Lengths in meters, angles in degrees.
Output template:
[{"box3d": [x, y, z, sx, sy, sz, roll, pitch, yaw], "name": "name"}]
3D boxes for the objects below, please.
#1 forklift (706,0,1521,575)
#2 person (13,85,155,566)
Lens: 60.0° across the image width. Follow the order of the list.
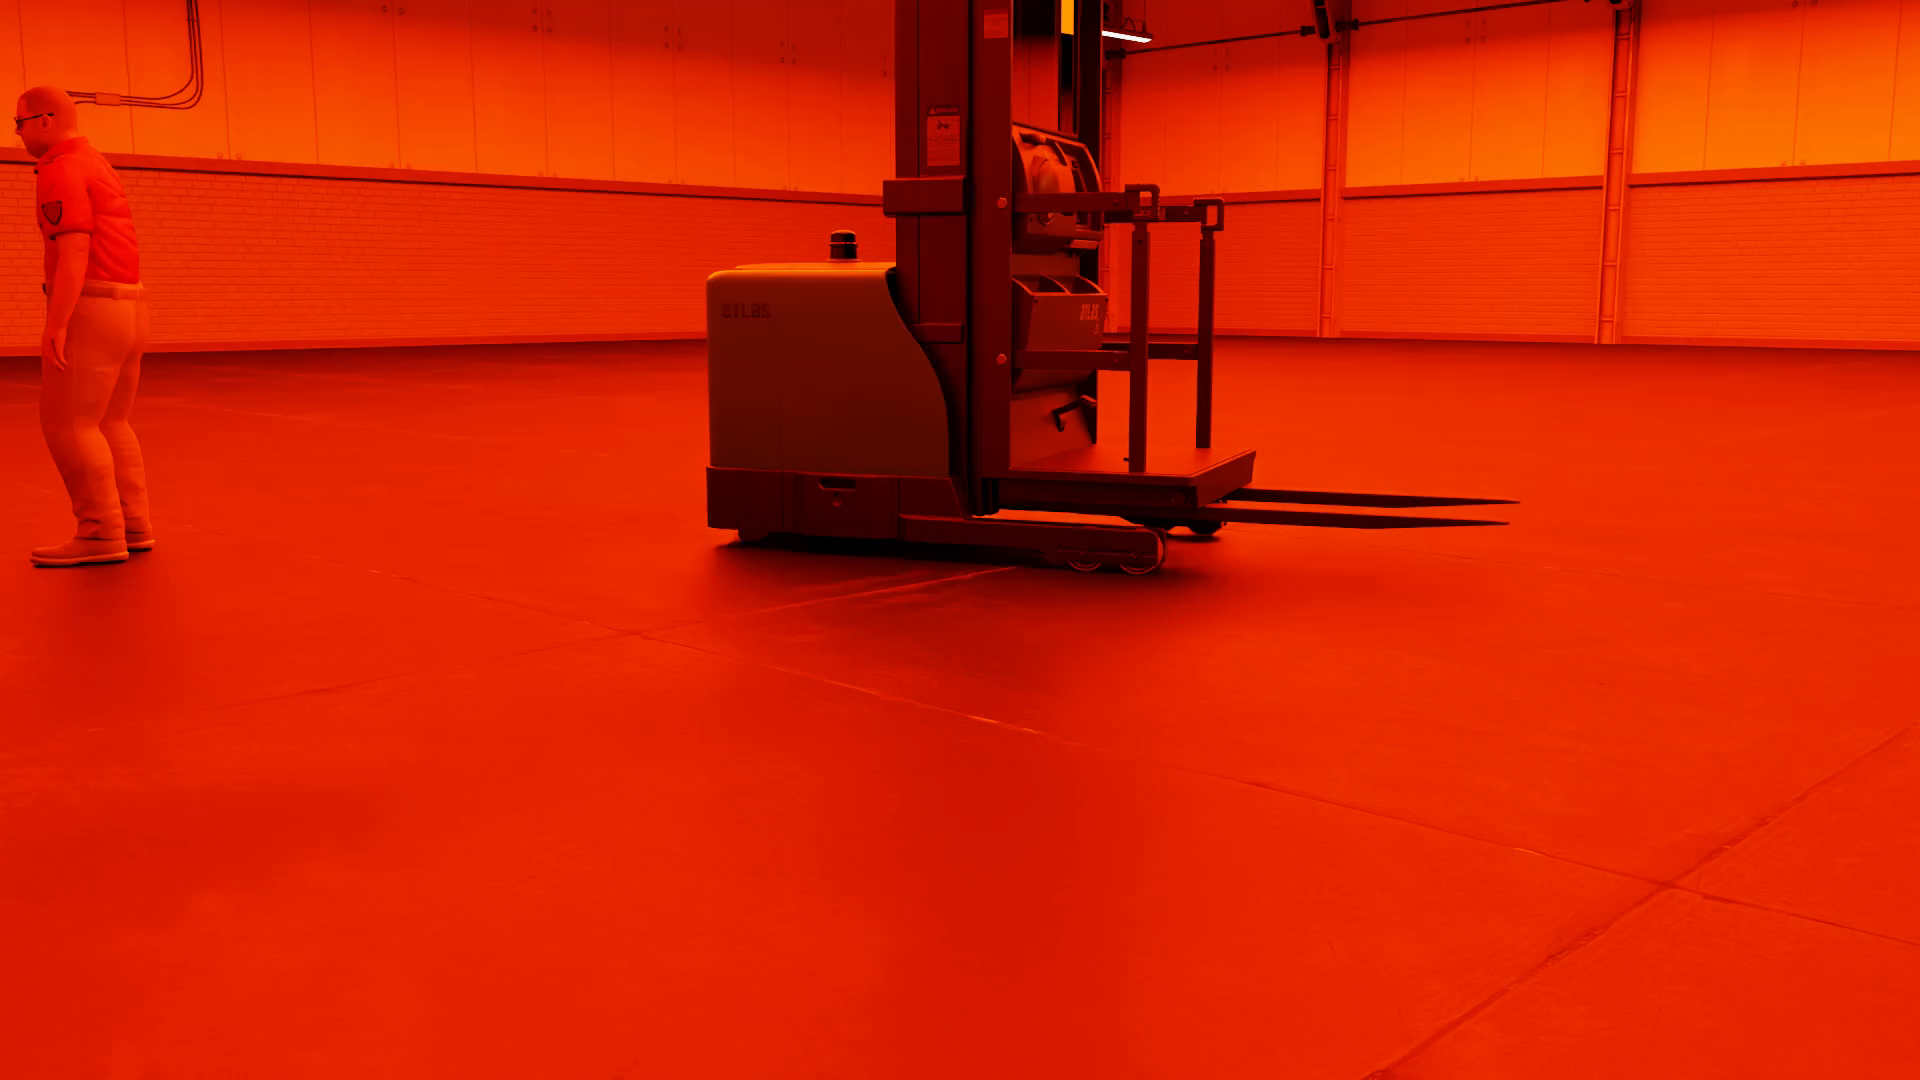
[{"box3d": [0.565, -1.416, 6.275, 3.031, 2.935, 1.130, 3, 9, 22], "name": "forklift"}, {"box3d": [-3.238, -0.788, 6.148, 0.399, 1.726, 0.601, -1, 9, -9], "name": "person"}]
